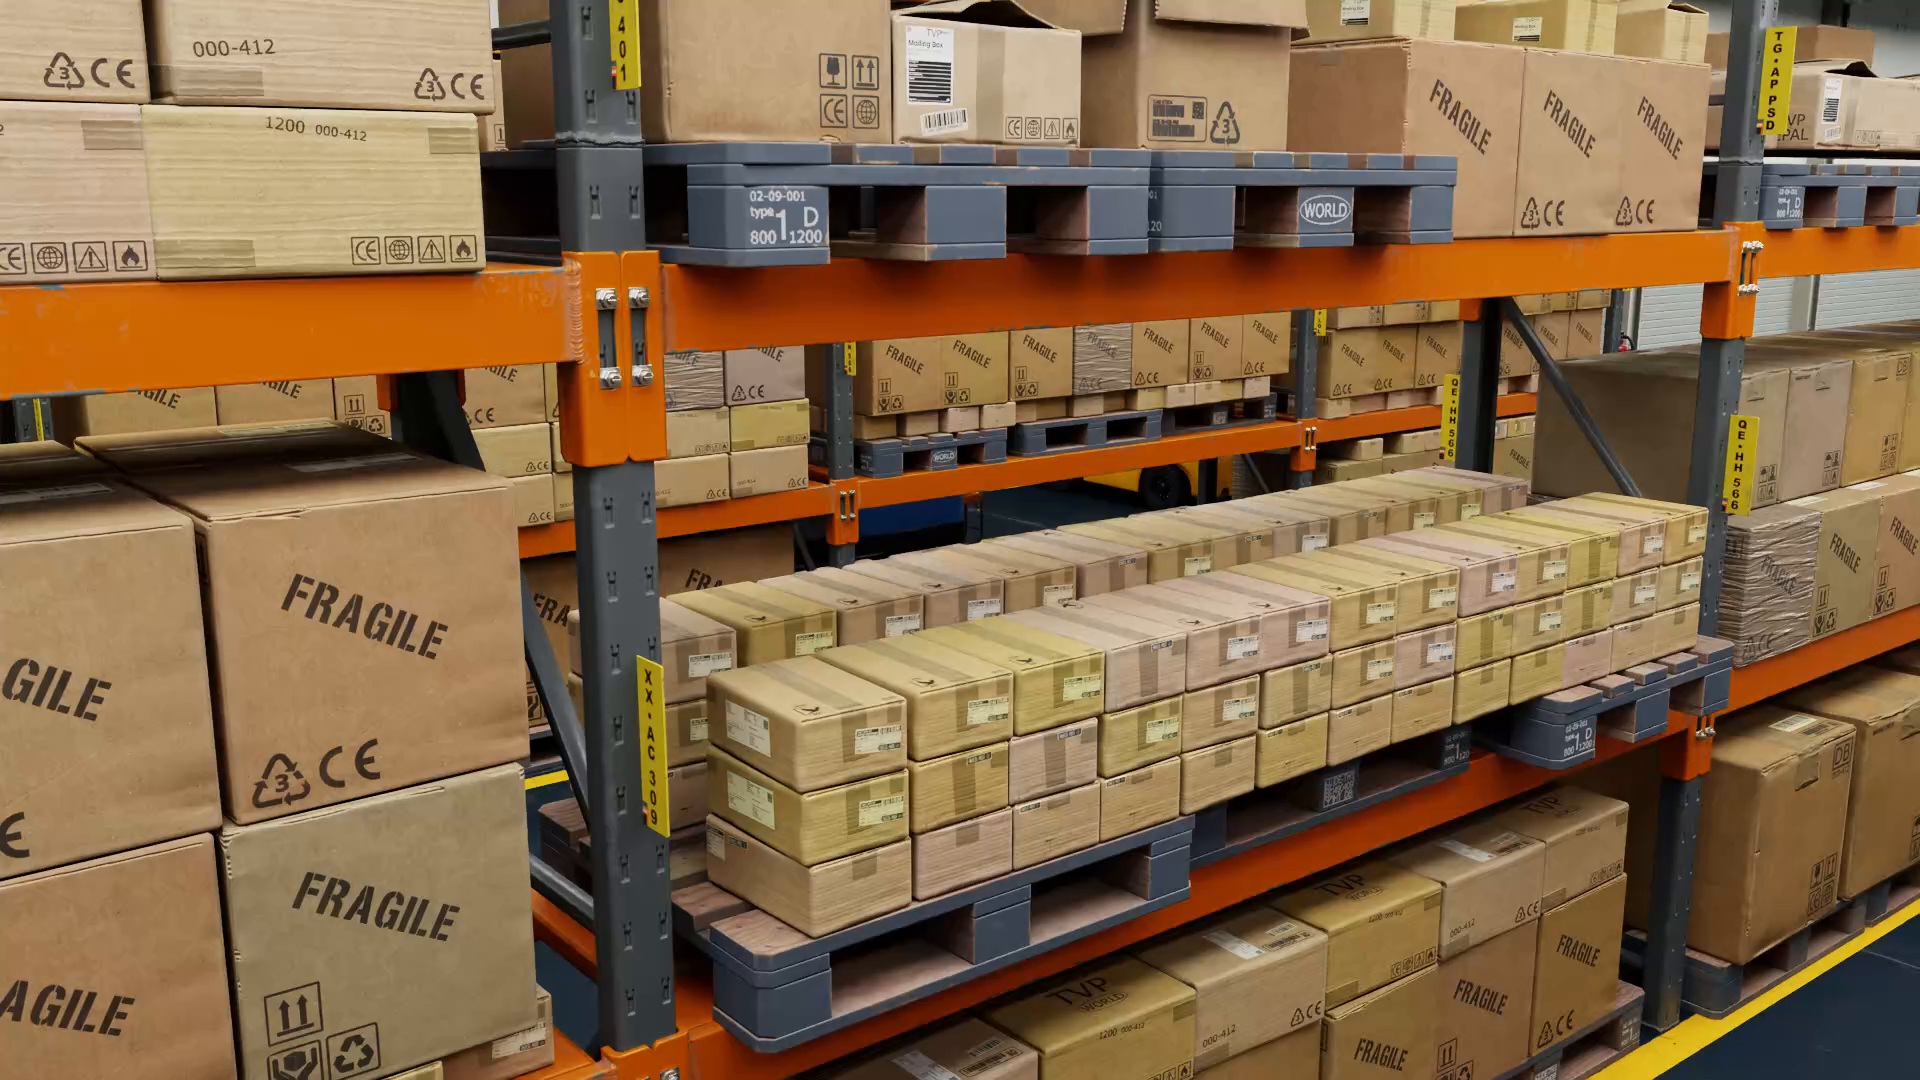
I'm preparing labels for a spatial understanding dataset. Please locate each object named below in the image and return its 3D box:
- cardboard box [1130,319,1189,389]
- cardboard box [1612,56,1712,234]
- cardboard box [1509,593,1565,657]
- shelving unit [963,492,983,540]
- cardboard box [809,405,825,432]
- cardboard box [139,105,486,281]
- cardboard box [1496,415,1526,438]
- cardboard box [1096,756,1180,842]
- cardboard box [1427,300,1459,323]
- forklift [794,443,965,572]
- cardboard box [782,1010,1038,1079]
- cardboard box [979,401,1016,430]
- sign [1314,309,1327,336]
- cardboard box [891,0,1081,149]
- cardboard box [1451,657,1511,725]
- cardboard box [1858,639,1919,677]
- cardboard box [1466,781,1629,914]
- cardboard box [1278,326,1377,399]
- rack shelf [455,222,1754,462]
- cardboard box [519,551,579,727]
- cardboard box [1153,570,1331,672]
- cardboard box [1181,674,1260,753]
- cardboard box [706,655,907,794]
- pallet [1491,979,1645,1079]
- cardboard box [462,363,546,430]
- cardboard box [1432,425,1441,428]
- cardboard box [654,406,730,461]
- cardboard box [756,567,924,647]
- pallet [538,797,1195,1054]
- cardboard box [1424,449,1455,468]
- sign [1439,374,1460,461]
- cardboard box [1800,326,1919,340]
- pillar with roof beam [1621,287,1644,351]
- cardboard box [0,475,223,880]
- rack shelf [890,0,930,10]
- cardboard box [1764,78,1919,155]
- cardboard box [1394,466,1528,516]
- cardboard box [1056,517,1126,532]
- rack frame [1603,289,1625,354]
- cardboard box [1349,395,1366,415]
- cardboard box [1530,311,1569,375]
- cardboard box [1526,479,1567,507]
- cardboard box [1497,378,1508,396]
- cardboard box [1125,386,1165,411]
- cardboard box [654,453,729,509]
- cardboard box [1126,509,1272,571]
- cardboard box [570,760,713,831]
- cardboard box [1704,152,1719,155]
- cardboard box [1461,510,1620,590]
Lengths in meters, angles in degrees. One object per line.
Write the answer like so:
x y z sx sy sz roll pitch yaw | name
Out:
1.157 -1.286 10.994 0.500 0.500 0.500 -9 15 -36 | cardboard box
1.928 -1.206 5.123 0.500 0.500 0.500 -9 15 -38 | cardboard box
1.507 0.207 4.810 0.250 0.149 0.380 -9 15 -38 | cardboard box
-0.072 -0.575 13.948 0.503 1.200 0.258 -9 15 -38 | shelving unit
-0.847 -0.758 10.070 0.250 0.149 0.380 -9 15 -36 | cardboard box
-1.123 -0.572 2.741 0.500 0.250 0.500 -9 15 -36 | cardboard box
4.385 -0.940 13.577 0.250 0.149 0.380 -9 15 -37 | cardboard box
0.294 0.554 3.892 0.250 0.149 0.380 -9 15 -37 | cardboard box
3.468 -1.943 12.691 0.500 0.500 0.700 -10 15 -39 | cardboard box
-1.428 -1.182 12.638 3.031 2.935 1.130 -9 15 -38 | forklift
-0.166 1.312 3.931 0.500 0.250 0.500 -10 16 -40 | cardboard box
0.126 -0.781 10.178 0.250 0.149 0.380 -9 15 -37 | cardboard box
2.517 -1.590 11.609 0.005 0.325 0.100 -9 15 -38 | sign
-0.090 -0.995 3.575 0.500 0.311 0.500 -10 15 -38 | cardboard box
1.315 0.384 4.695 0.250 0.149 0.380 -10 16 -40 | cardboard box
4.154 0.791 7.588 0.750 0.750 1.050 -9 15 -38 | cardboard box
1.845 0.977 5.508 0.500 0.250 0.500 -10 15 -39 | cardboard box
2.685 -1.320 12.166 0.500 0.500 0.500 -9 15 -38 | cardboard box
0.653 -0.661 4.529 4.000 0.370 1.077 -9 15 -38 | rack shelf
-2.246 0.431 8.984 0.875 0.875 0.875 -9 15 -37 | cardboard box
0.696 0.196 4.145 0.250 0.149 0.380 -9 15 -36 | cardboard box
0.501 0.373 4.028 0.250 0.149 0.380 -9 15 -35 | cardboard box
-0.313 0.364 3.354 0.250 0.149 0.380 -8 15 -35 | cardboard box
1.604 1.660 5.801 1.213 0.211 1.003 -9 15 -38 | pallet
-2.383 -0.827 8.155 0.500 0.500 0.500 -10 15 -39 | cardboard box
4.064 -0.728 14.140 0.500 0.500 0.500 -10 16 -40 | cardboard box
-1.574 -0.595 8.865 0.500 0.250 0.500 -10 16 -39 | cardboard box
-0.304 0.189 4.180 0.250 0.149 0.380 -10 16 -39 | cardboard box
-0.221 0.732 3.919 1.213 0.211 1.003 -9 15 -38 | pallet
3.613 -0.512 13.122 0.500 0.500 0.500 -8 15 -35 | cardboard box
1.866 -0.461 6.290 0.005 0.325 0.100 -9 15 -38 | sign
4.159 -0.664 7.386 0.500 0.500 0.700 -9 15 -37 | cardboard box
13.140 -6.286 22.069 0.400 9.000 9.100 -9 15 -38 | pillar with roof beam
-1.507 0.204 2.585 0.500 0.500 0.500 -10 16 -39 | cardboard box
0.606 -3.241 10.422 4.000 0.370 1.077 -9 15 -38 | rack shelf
3.309 -1.576 6.218 0.500 0.250 0.500 -9 15 -36 | cardboard box
1.730 -0.149 5.772 0.250 0.149 0.380 -9 15 -38 | cardboard box
1.200 0.129 11.616 0.625 0.372 0.950 -8 15 -34 | cardboard box
5.291 -1.633 14.596 0.127 3.000 1.000 -9 15 -38 | rack frame
2.779 -1.021 12.319 0.250 0.149 0.380 -9 15 -36 | cardboard box
4.645 -1.648 13.710 0.500 0.500 0.500 -9 15 -38 | cardboard box
2.399 0.044 6.458 0.500 0.500 0.500 -9 15 -38 | cardboard box
4.177 -1.249 13.395 0.250 0.149 0.380 -10 15 -38 | cardboard box
1.132 -0.955 10.996 0.250 0.149 0.380 -9 15 -38 | cardboard box
-1.578 -0.345 8.891 0.500 0.250 0.500 -9 15 -37 | cardboard box
0.708 0.021 4.970 0.250 0.149 0.380 -9 15 -36 | cardboard box
-0.722 0.548 3.920 0.250 0.149 0.380 -10 15 -39 | cardboard box
2.844 -1.667 6.500 0.500 0.311 0.500 -9 15 -38 | cardboard box
1.717 0.026 4.947 0.250 0.149 0.380 -9 15 -36 | cardboard box
